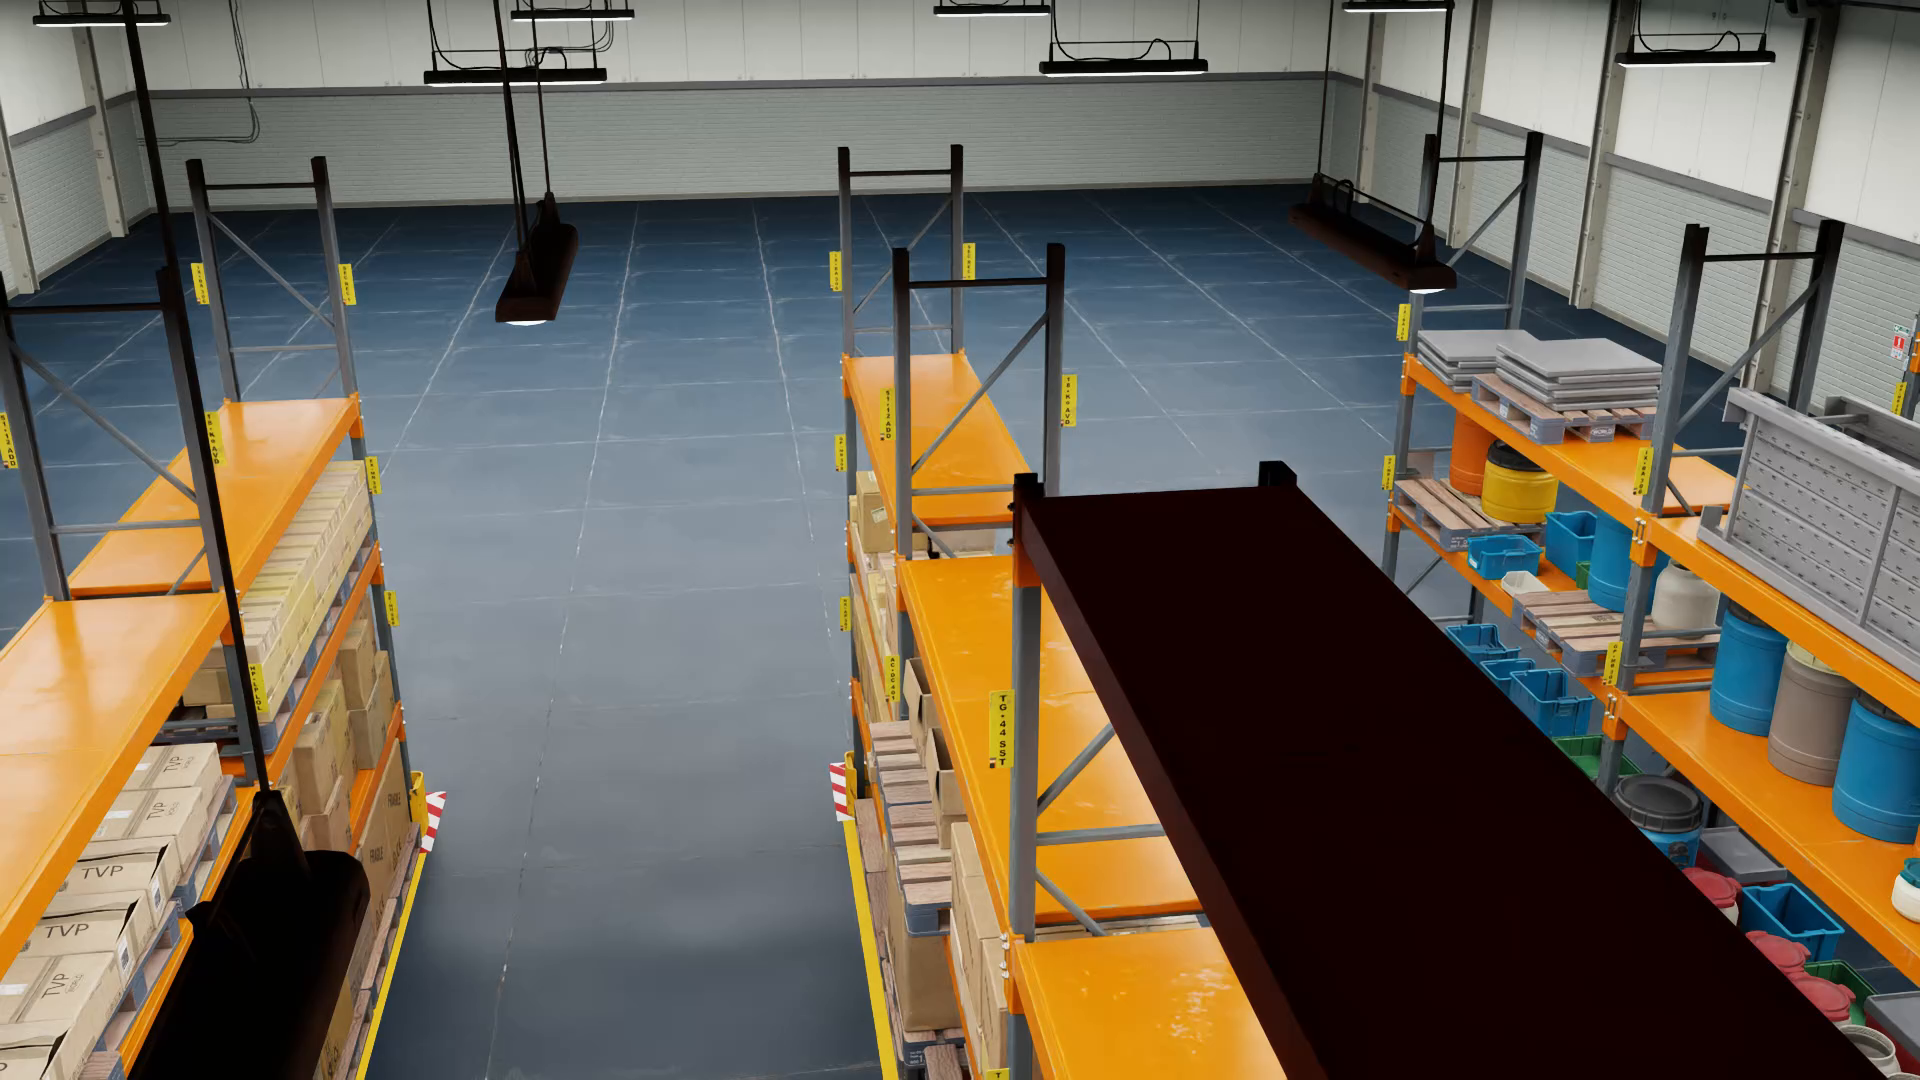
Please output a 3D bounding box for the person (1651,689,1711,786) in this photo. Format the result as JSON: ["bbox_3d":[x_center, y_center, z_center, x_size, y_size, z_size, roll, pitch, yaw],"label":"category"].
[{"bbox_3d":[6.343,1.845,14.613,0.607,1.804,0.732,-8,23,-20],"label":"person"}]
